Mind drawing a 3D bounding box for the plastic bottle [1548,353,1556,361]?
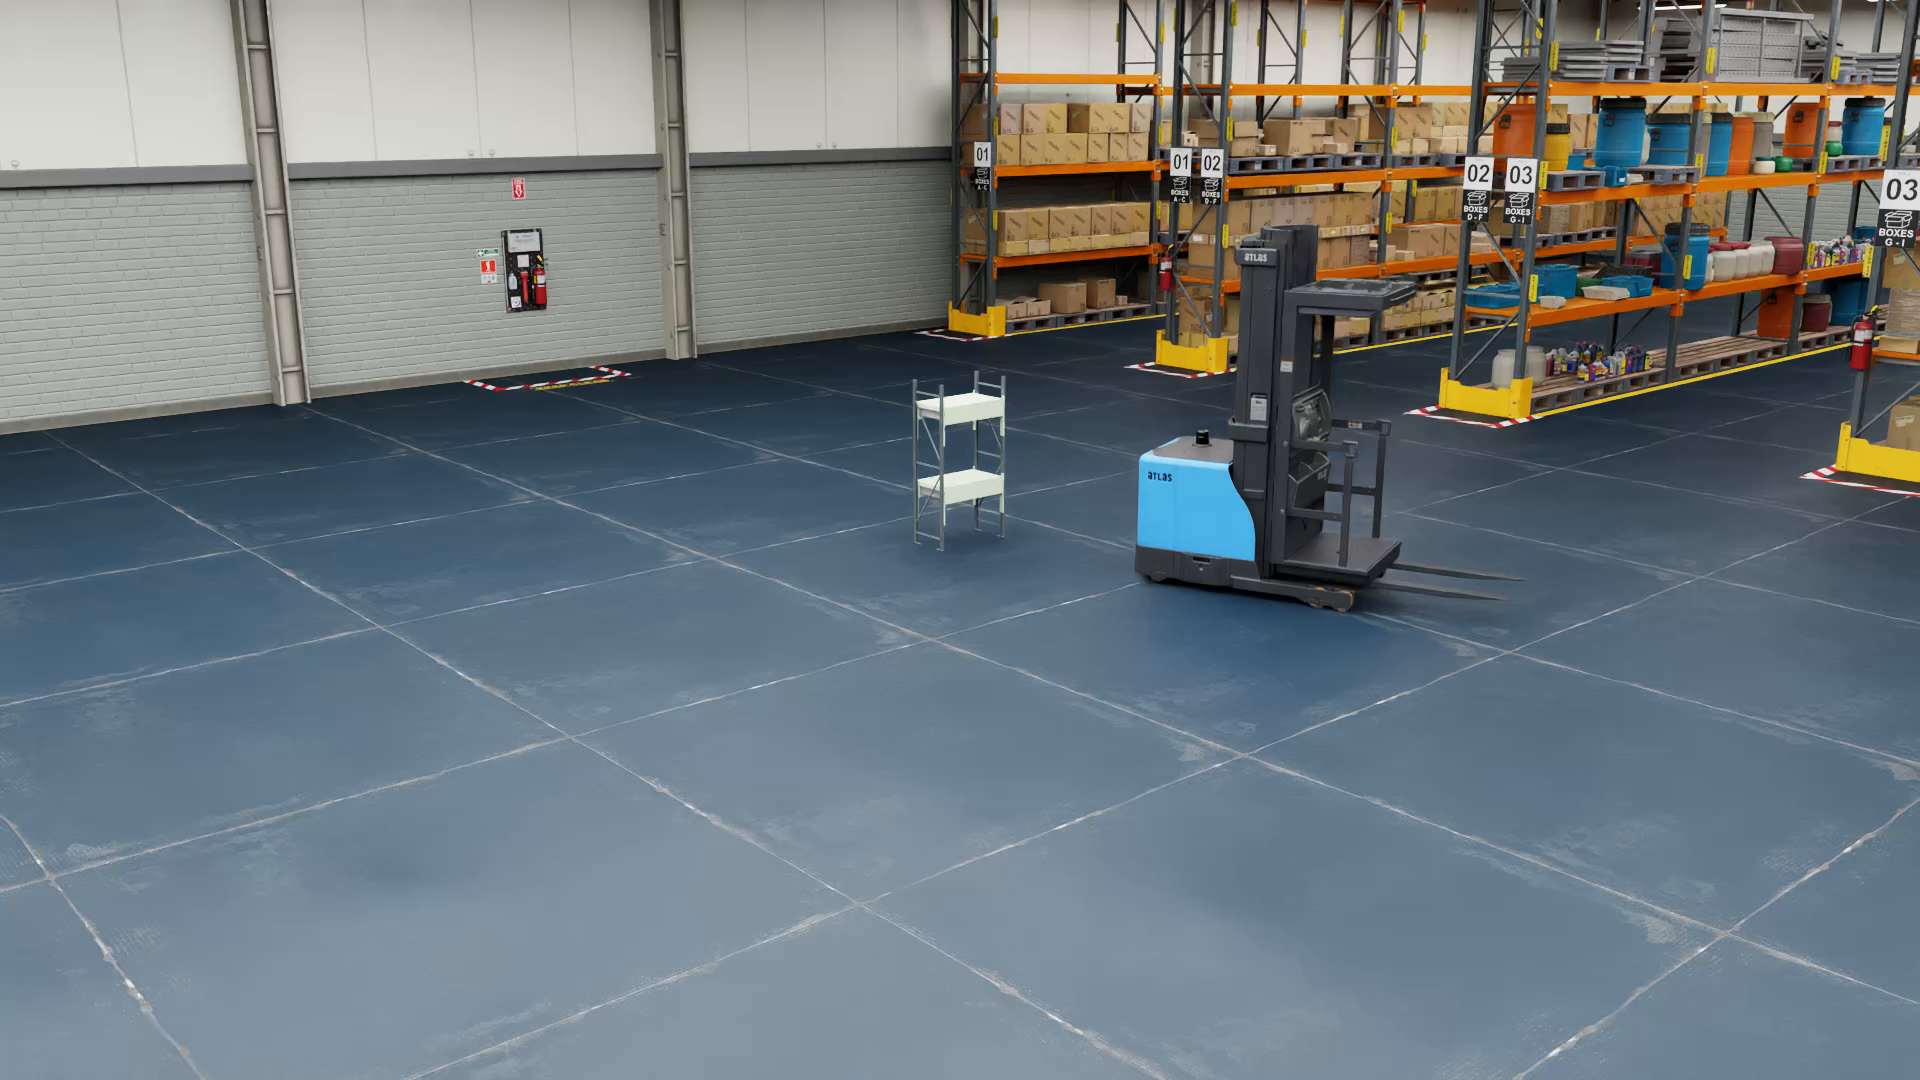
[{"bbox_3d":[8.143,-2.443,23.009,0.135,0.276,0.152,-13,20,-41],"label":"plastic bottle"}]

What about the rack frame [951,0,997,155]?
[{"bbox_3d":[0.229,-7.916,27.449,0.127,3.000,1.000,-13,19,-39],"label":"rack frame"}]

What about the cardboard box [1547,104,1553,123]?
[{"bbox_3d":[10.236,-7.549,29.755,0.500,0.500,0.500,-13,19,-39],"label":"cardboard box"}]

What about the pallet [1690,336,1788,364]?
[{"bbox_3d":[12.157,-2.973,25.973,1.213,0.211,1.003,-13,19,-39],"label":"pallet"}]

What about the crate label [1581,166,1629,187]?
[{"bbox_3d":[8.361,-4.719,21.581,0.408,0.251,0.502,-13,19,-39],"label":"crate label"}]

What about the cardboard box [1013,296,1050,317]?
[{"bbox_3d":[1.240,-4.128,29.248,0.500,0.311,0.500,-11,18,-35],"label":"cardboard box"}]

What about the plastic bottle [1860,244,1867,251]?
[{"bbox_3d":[14.942,-4.762,27.507,0.135,0.276,0.152,-13,19,-39],"label":"plastic bottle"}]

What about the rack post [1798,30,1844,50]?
[{"bbox_3d":[13.291,-7.743,25.801,0.986,0.289,0.624,-13,19,-39],"label":"rack post"}]

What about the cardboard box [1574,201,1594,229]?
[{"bbox_3d":[11.555,-6.173,31.539,0.500,0.500,0.700,-9,17,-31],"label":"cardboard box"}]

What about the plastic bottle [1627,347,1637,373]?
[{"bbox_3d":[9.308,-2.502,23.084,0.185,0.351,0.144,-14,20,-42],"label":"plastic bottle"}]

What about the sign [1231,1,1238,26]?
[{"bbox_3d":[3.843,-7.371,23.291,0.005,0.325,0.100,-13,19,-39],"label":"sign"}]

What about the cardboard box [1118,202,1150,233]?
[{"bbox_3d":[3.093,-5.855,30.155,0.500,0.500,0.500,-13,20,-39],"label":"cardboard box"}]

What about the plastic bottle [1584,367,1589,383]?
[{"bbox_3d":[8.383,-2.214,22.295,0.097,0.201,0.097,0,15,0],"label":"plastic bottle"}]

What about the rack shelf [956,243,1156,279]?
[{"bbox_3d":[1.738,-5.009,29.584,4.000,0.370,1.077,-13,19,-39],"label":"rack shelf"}]

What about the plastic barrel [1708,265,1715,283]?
[{"bbox_3d":[10.849,-3.894,24.285,0.301,0.262,0.301,0,15,0],"label":"plastic barrel"}]

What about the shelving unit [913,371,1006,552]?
[{"bbox_3d":[-0.005,-0.723,15.052,0.755,1.500,0.431,-13,19,-39],"label":"shelving unit"}]

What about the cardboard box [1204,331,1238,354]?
[{"bbox_3d":[4.034,-2.976,25.094,0.500,0.250,0.500,-13,19,-39],"label":"cardboard box"}]

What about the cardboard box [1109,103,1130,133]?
[{"bbox_3d":[2.638,-7.453,29.356,0.500,0.500,0.500,-11,19,-36],"label":"cardboard box"}]

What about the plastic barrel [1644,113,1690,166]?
[{"bbox_3d":[9.991,-5.587,23.568,0.708,0.901,0.600,-13,19,-39],"label":"plastic barrel"}]

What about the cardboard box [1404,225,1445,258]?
[{"bbox_3d":[7.866,-5.081,28.266,0.500,0.500,0.500,-13,19,-39],"label":"cardboard box"}]

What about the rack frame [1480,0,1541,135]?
[{"bbox_3d":[9.518,-8.308,28.914,0.127,3.000,1.000,-13,19,-39],"label":"rack frame"}]

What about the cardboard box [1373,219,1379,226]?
[{"bbox_3d":[8.652,-6.688,34.923,0.250,0.149,0.380,-13,19,-39],"label":"cardboard box"}]

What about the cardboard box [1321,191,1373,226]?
[{"bbox_3d":[6.170,-5.330,26.685,0.500,0.500,0.700,-13,19,-39],"label":"cardboard box"}]

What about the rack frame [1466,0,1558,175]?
[{"bbox_3d":[6.732,-5.988,20.228,0.127,3.000,1.000,-13,19,-39],"label":"rack frame"}]

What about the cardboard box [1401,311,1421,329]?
[{"bbox_3d":[7.354,-3.713,27.851,0.500,0.250,0.500,-12,19,-38],"label":"cardboard box"}]

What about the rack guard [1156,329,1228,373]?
[{"bbox_3d":[3.465,-2.842,24.922,0.348,0.500,1.175,-13,19,-39],"label":"rack guard"}]

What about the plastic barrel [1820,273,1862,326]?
[{"bbox_3d":[14.829,-4.102,28.048,0.708,0.901,0.600,-13,19,-39],"label":"plastic barrel"}]

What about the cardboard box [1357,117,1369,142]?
[{"bbox_3d":[8.168,-8.526,34.498,0.500,0.500,0.700,-13,20,-40],"label":"cardboard box"}]

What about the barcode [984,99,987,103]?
[{"bbox_3d":[0.436,-7.506,28.431,0.075,0.075,0.001,-13,19,-39],"label":"barcode"}]

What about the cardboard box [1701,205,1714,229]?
[{"bbox_3d":[15.005,-6.595,33.935,0.500,0.500,0.500,-12,19,-39],"label":"cardboard box"}]

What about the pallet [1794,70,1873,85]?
[{"bbox_3d":[13.332,-7.175,25.813,1.003,0.211,1.213,-13,19,-39],"label":"pallet"}]

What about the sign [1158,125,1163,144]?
[{"bbox_3d":[3.608,-7.290,29.915,0.005,0.325,0.100,-13,19,-39],"label":"sign"}]

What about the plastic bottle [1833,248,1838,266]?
[{"bbox_3d":[14.035,-4.547,26.710,0.097,0.271,0.097,0,15,0],"label":"plastic bottle"}]

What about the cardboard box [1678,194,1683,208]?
[{"bbox_3d":[14.242,-6.906,33.159,0.500,0.500,0.500,-12,19,-38],"label":"cardboard box"}]

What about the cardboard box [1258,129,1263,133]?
[{"bbox_3d":[5.570,-7.803,32.605,0.500,0.500,0.500,-13,19,-39],"label":"cardboard box"}]

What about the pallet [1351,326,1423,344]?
[{"bbox_3d":[7.031,-3.517,28.007,1.213,0.211,1.003,-13,19,-39],"label":"pallet"}]

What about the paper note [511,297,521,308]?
[{"bbox_3d":[-6.405,-3.435,24.004,0.142,0.148,0.016,-13,19,-39],"label":"paper note"}]

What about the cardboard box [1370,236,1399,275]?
[{"bbox_3d":[8.876,-6.080,35.550,0.750,0.750,0.750,-12,19,-39],"label":"cardboard box"}]

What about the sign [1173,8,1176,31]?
[{"bbox_3d":[3.138,-7.550,24.115,0.005,0.325,0.100,-13,19,-39],"label":"sign"}]

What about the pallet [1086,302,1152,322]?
[{"bbox_3d":[2.763,-4.228,30.668,1.213,0.211,1.003,-13,19,-39],"label":"pallet"}]

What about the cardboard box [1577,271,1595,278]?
[{"bbox_3d":[11.595,-4.785,31.344,0.500,0.500,0.500,-12,19,-39],"label":"cardboard box"}]

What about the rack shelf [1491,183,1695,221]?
[{"bbox_3d":[8.241,-4.530,21.977,4.000,0.370,1.077,-13,19,-39],"label":"rack shelf"}]

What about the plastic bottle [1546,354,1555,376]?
[{"bbox_3d":[8.108,-2.403,22.843,0.133,0.283,0.061,-13,19,-39],"label":"plastic bottle"}]

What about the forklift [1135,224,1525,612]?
[{"bbox_3d":[3.013,-1.007,13.339,3.031,2.935,1.130,8,17,27],"label":"forklift"}]

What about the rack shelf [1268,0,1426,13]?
[{"bbox_3d":[7.773,-10.868,33.455,4.000,0.370,1.077,-13,19,-39],"label":"rack shelf"}]

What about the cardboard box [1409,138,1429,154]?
[{"bbox_3d":[7.385,-6.507,27.464,0.500,0.250,0.500,14,20,42],"label":"cardboard box"}]

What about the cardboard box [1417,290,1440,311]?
[{"bbox_3d":[7.747,-4.070,28.103,0.500,0.311,0.500,-14,20,-41],"label":"cardboard box"}]

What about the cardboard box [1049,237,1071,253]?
[{"bbox_3d":[1.576,-5.152,28.976,0.500,0.250,0.500,-13,20,-40],"label":"cardboard box"}]

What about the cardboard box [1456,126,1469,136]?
[{"bbox_3d":[10.752,-8.916,36.288,0.500,0.250,0.500,-13,20,-41],"label":"cardboard box"}]

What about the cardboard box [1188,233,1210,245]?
[{"bbox_3d":[3.647,-4.518,24.900,0.250,0.149,0.380,-13,20,-40],"label":"cardboard box"}]

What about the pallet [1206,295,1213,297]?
[{"bbox_3d":[4.753,-4.688,32.392,1.213,0.211,1.003,-13,19,-39],"label":"pallet"}]

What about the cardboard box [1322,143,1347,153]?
[{"bbox_3d":[5.770,-6.073,25.761,0.250,0.149,0.380,-13,19,-39],"label":"cardboard box"}]

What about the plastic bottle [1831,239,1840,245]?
[{"bbox_3d":[14.909,-4.996,28.381,0.135,0.276,0.152,-13,19,-39],"label":"plastic bottle"}]

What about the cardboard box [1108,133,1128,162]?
[{"bbox_3d":[2.638,-6.986,29.545,0.500,0.500,0.500,14,20,42],"label":"cardboard box"}]

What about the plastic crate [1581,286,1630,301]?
[{"bbox_3d":[8.691,-3.315,22.359,0.437,0.136,0.530,-13,19,-39],"label":"plastic crate"}]

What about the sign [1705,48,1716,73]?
[{"bbox_3d":[10.102,-6.455,22.384,0.005,0.325,0.100,-13,19,-39],"label":"sign"}]

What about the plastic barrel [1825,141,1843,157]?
[{"bbox_3d":[13.717,-6.156,26.159,0.294,0.245,0.294,0,15,0],"label":"plastic barrel"}]
